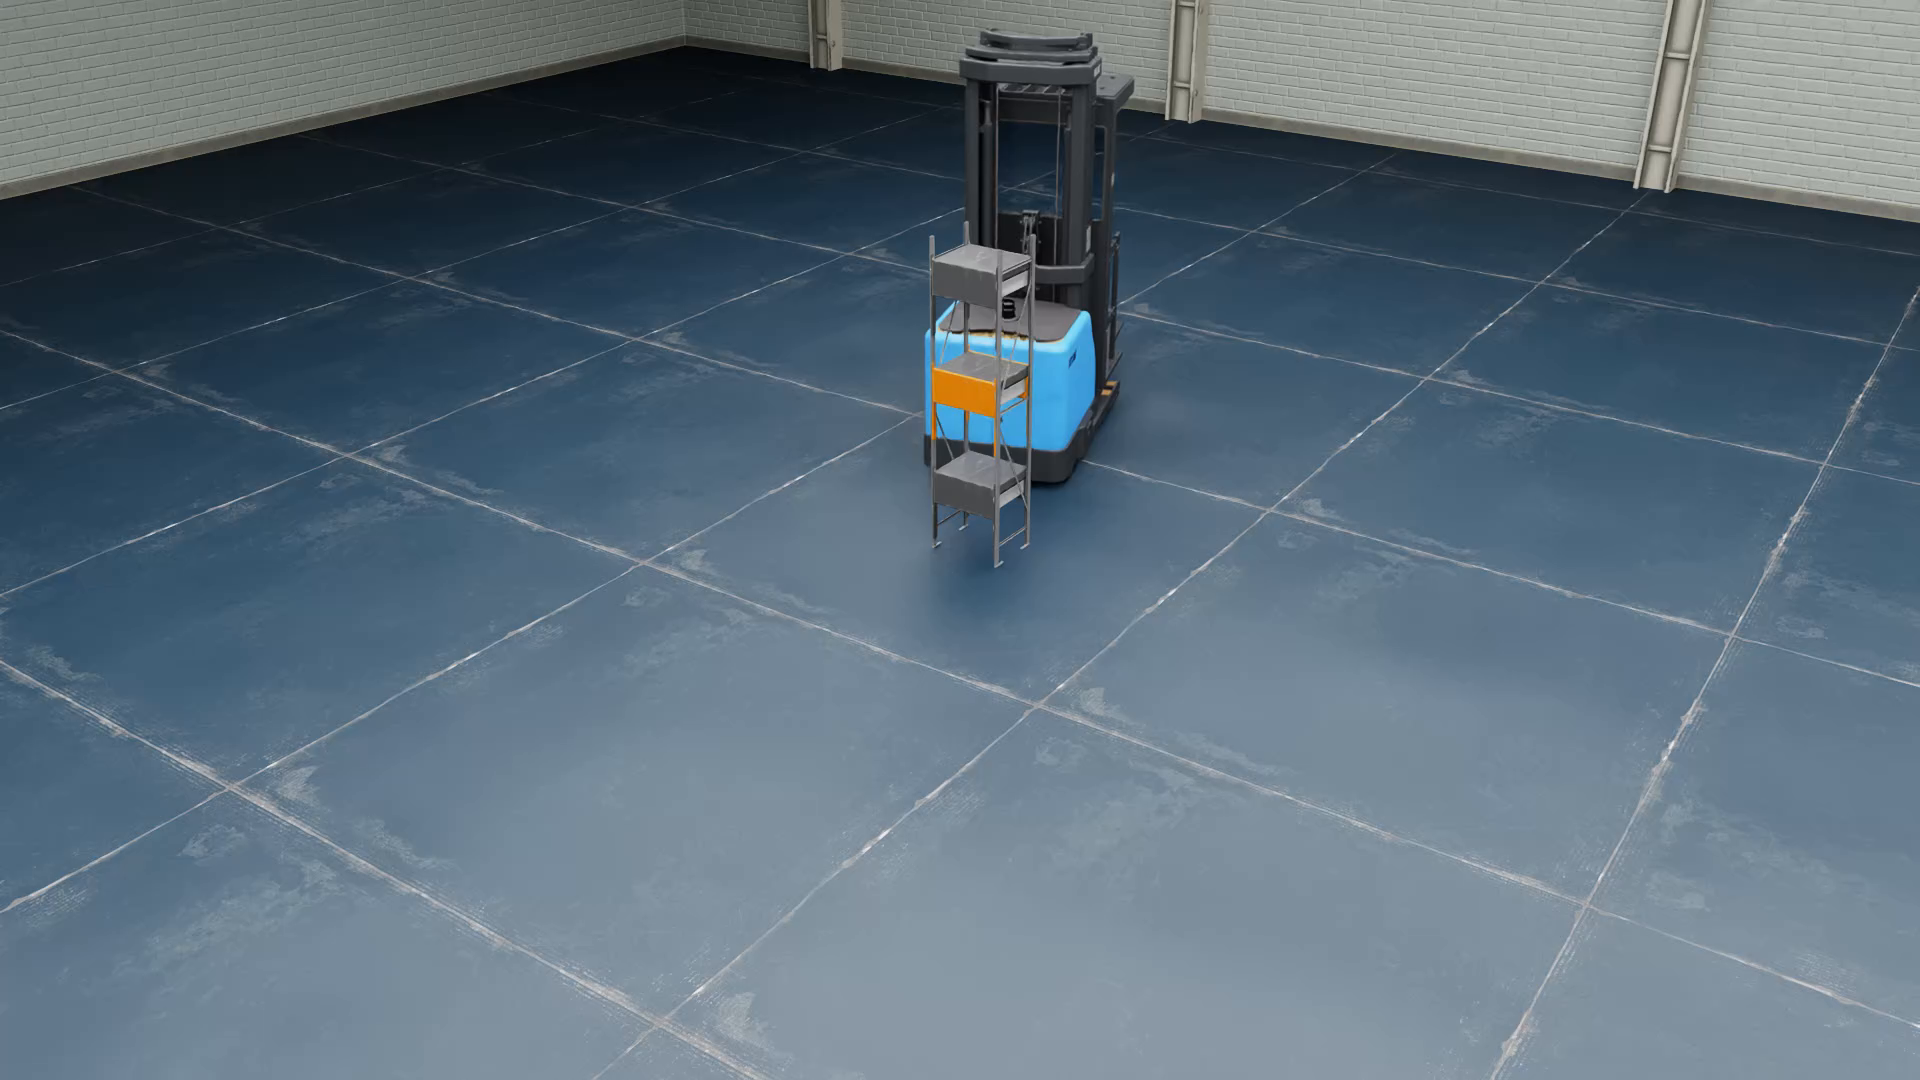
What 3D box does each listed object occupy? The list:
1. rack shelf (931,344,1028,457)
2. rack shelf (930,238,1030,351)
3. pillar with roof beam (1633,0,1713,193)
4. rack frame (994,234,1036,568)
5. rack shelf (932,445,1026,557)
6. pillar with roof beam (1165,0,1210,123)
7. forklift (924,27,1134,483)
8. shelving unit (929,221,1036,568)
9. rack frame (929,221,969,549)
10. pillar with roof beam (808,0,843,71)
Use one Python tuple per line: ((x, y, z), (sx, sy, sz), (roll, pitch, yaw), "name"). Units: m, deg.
((0.136, -0.881, 10.470), (0.480, 0.518, 0.431), (17, 32, 30), "rack shelf")
((0.136, -1.505, 10.153), (0.480, 0.518, 0.431), (17, 32, 30), "rack shelf")
((5.454, -6.409, 13.697), (0.400, 9.000, 9.100), (17, 32, 30), "pillar with roof beam")
((0.338, -0.831, 10.341), (0.015, 2.100, 0.400), (17, 32, 30), "rack frame")
((0.136, -0.257, 10.788), (0.480, 0.518, 0.431), (17, 32, 30), "rack shelf")
((0.508, -7.950, 16.724), (0.400, 9.000, 9.100), (17, 32, 30), "pillar with roof beam")
((0.641, -2.358, 12.426), (1.130, 2.935, 3.031), (7, 28, 14), "forklift")
((0.136, -0.893, 10.464), (0.503, 2.100, 0.431), (17, 32, 30), "shelving unit")
((-0.065, -0.956, 10.587), (0.015, 2.100, 0.400), (17, 32, 30), "rack frame")
((-4.437, -9.491, 19.752), (0.400, 9.000, 9.100), (17, 32, 30), "pillar with roof beam")
